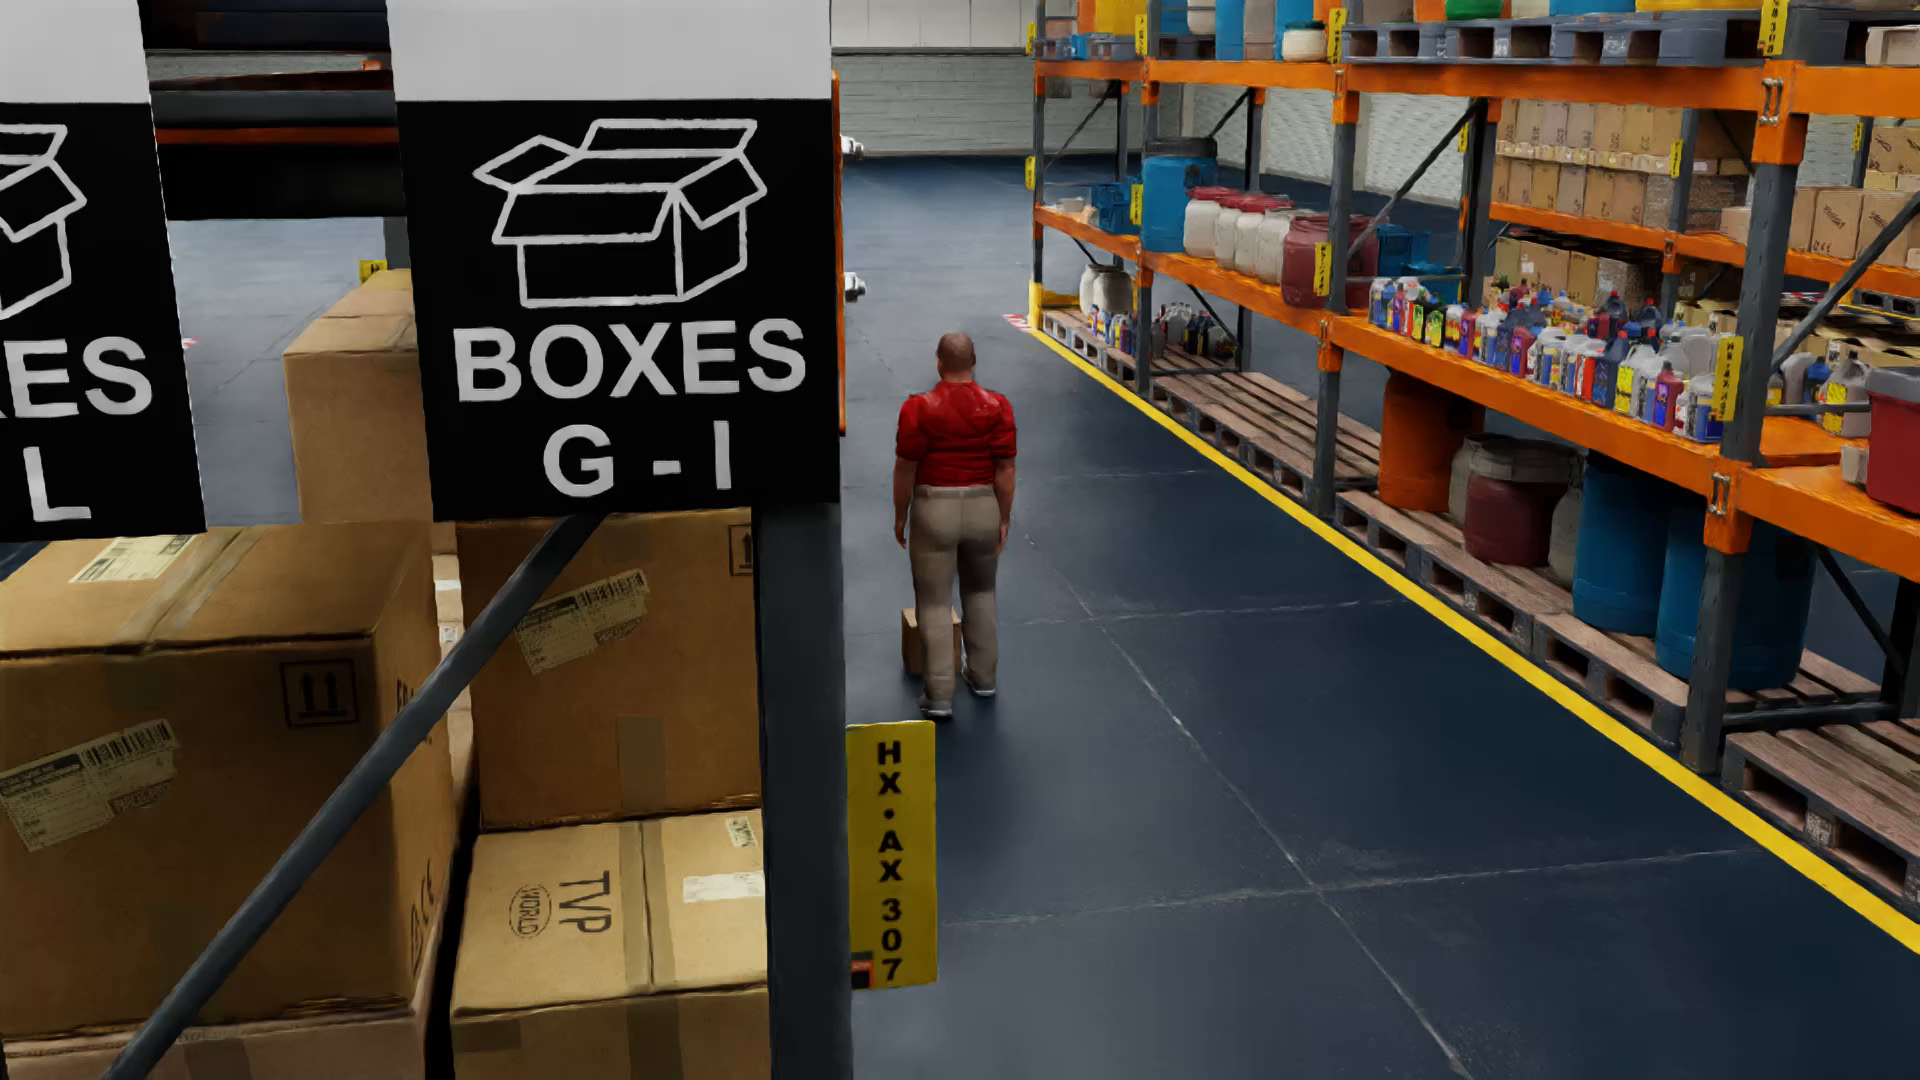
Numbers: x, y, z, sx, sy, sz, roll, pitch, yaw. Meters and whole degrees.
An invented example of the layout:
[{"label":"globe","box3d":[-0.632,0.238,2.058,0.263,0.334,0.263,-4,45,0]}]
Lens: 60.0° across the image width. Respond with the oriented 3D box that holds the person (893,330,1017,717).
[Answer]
[{"label":"person","box3d":[-0.036,-0.083,7.419,0.535,1.734,0.577,-3,17,-11]}]
